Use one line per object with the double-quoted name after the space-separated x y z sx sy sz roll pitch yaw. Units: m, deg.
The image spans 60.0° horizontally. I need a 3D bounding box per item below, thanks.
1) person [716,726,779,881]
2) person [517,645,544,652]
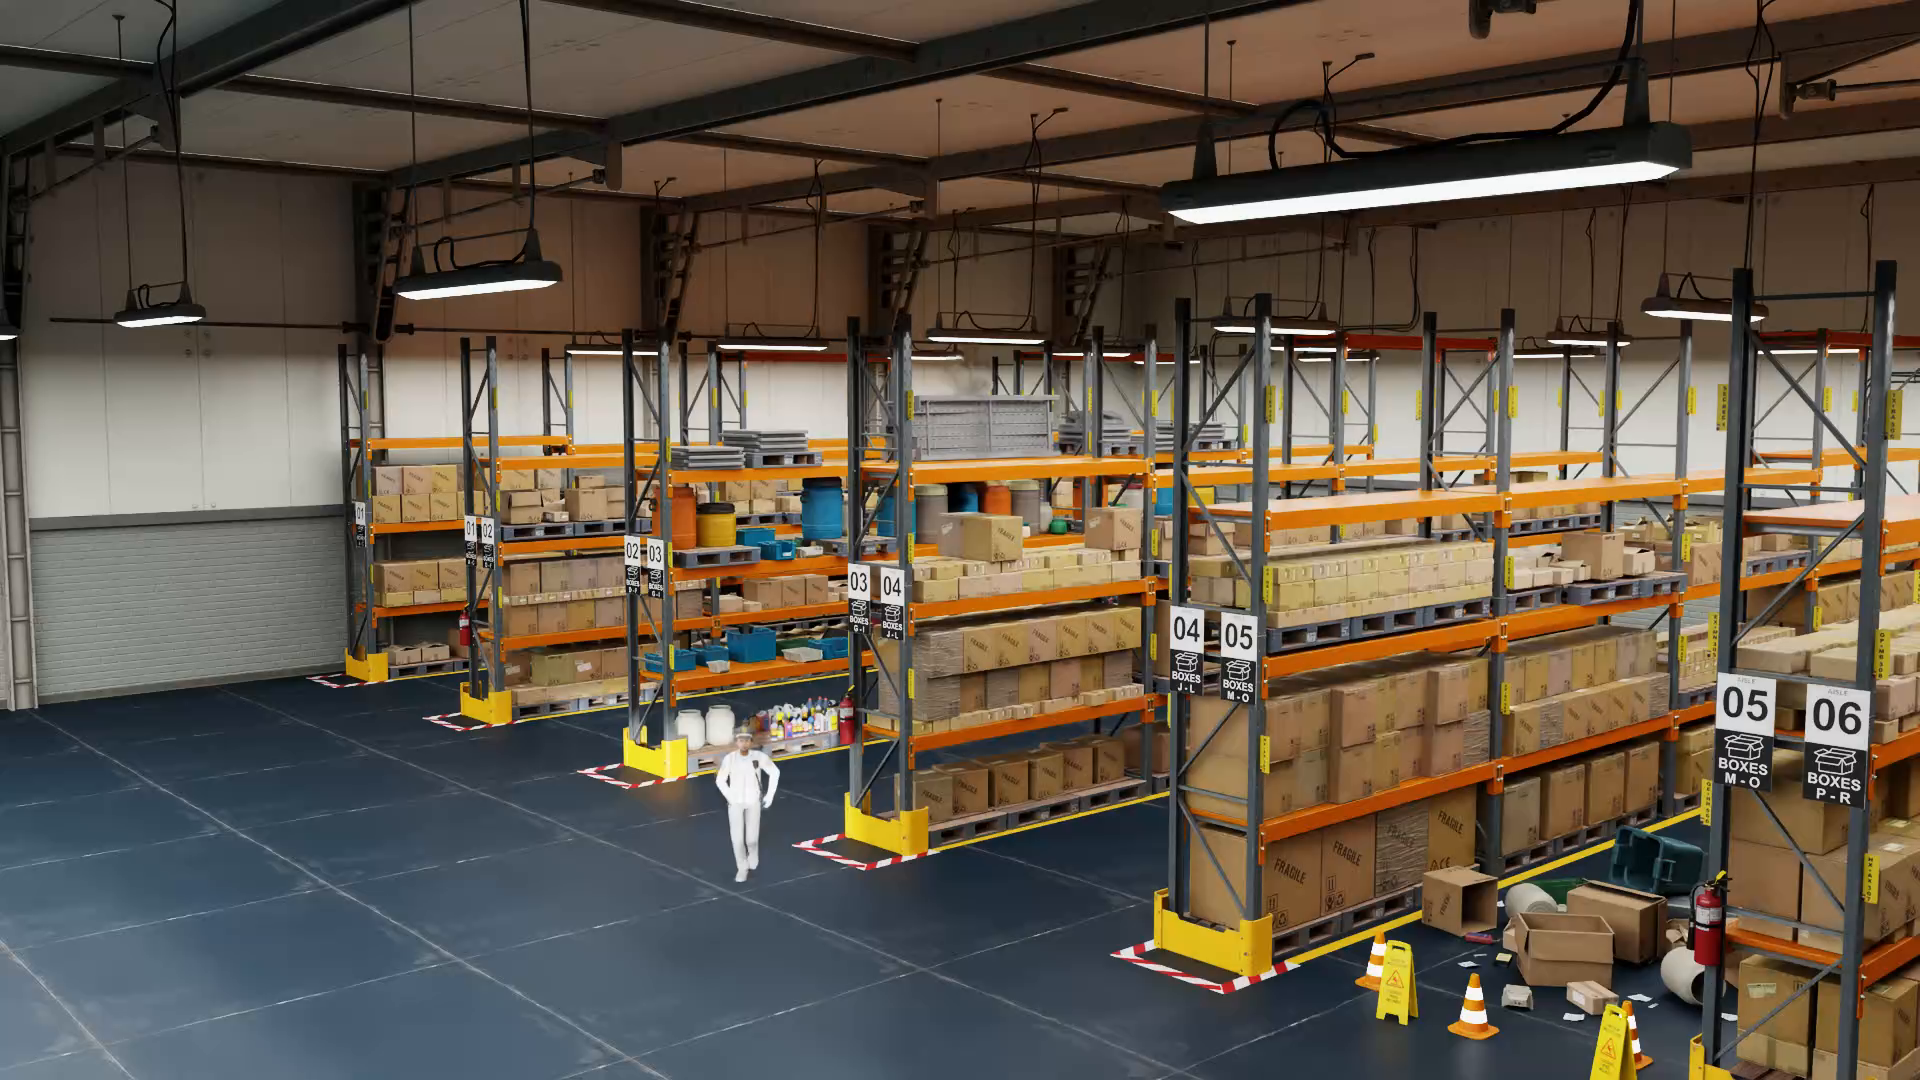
-2.245 2.778 17.552 0.662 1.660 0.576 0 5 -3 "person"
-7.361 1.723 28.644 0.678 1.831 0.770 3 6 33 "person"
